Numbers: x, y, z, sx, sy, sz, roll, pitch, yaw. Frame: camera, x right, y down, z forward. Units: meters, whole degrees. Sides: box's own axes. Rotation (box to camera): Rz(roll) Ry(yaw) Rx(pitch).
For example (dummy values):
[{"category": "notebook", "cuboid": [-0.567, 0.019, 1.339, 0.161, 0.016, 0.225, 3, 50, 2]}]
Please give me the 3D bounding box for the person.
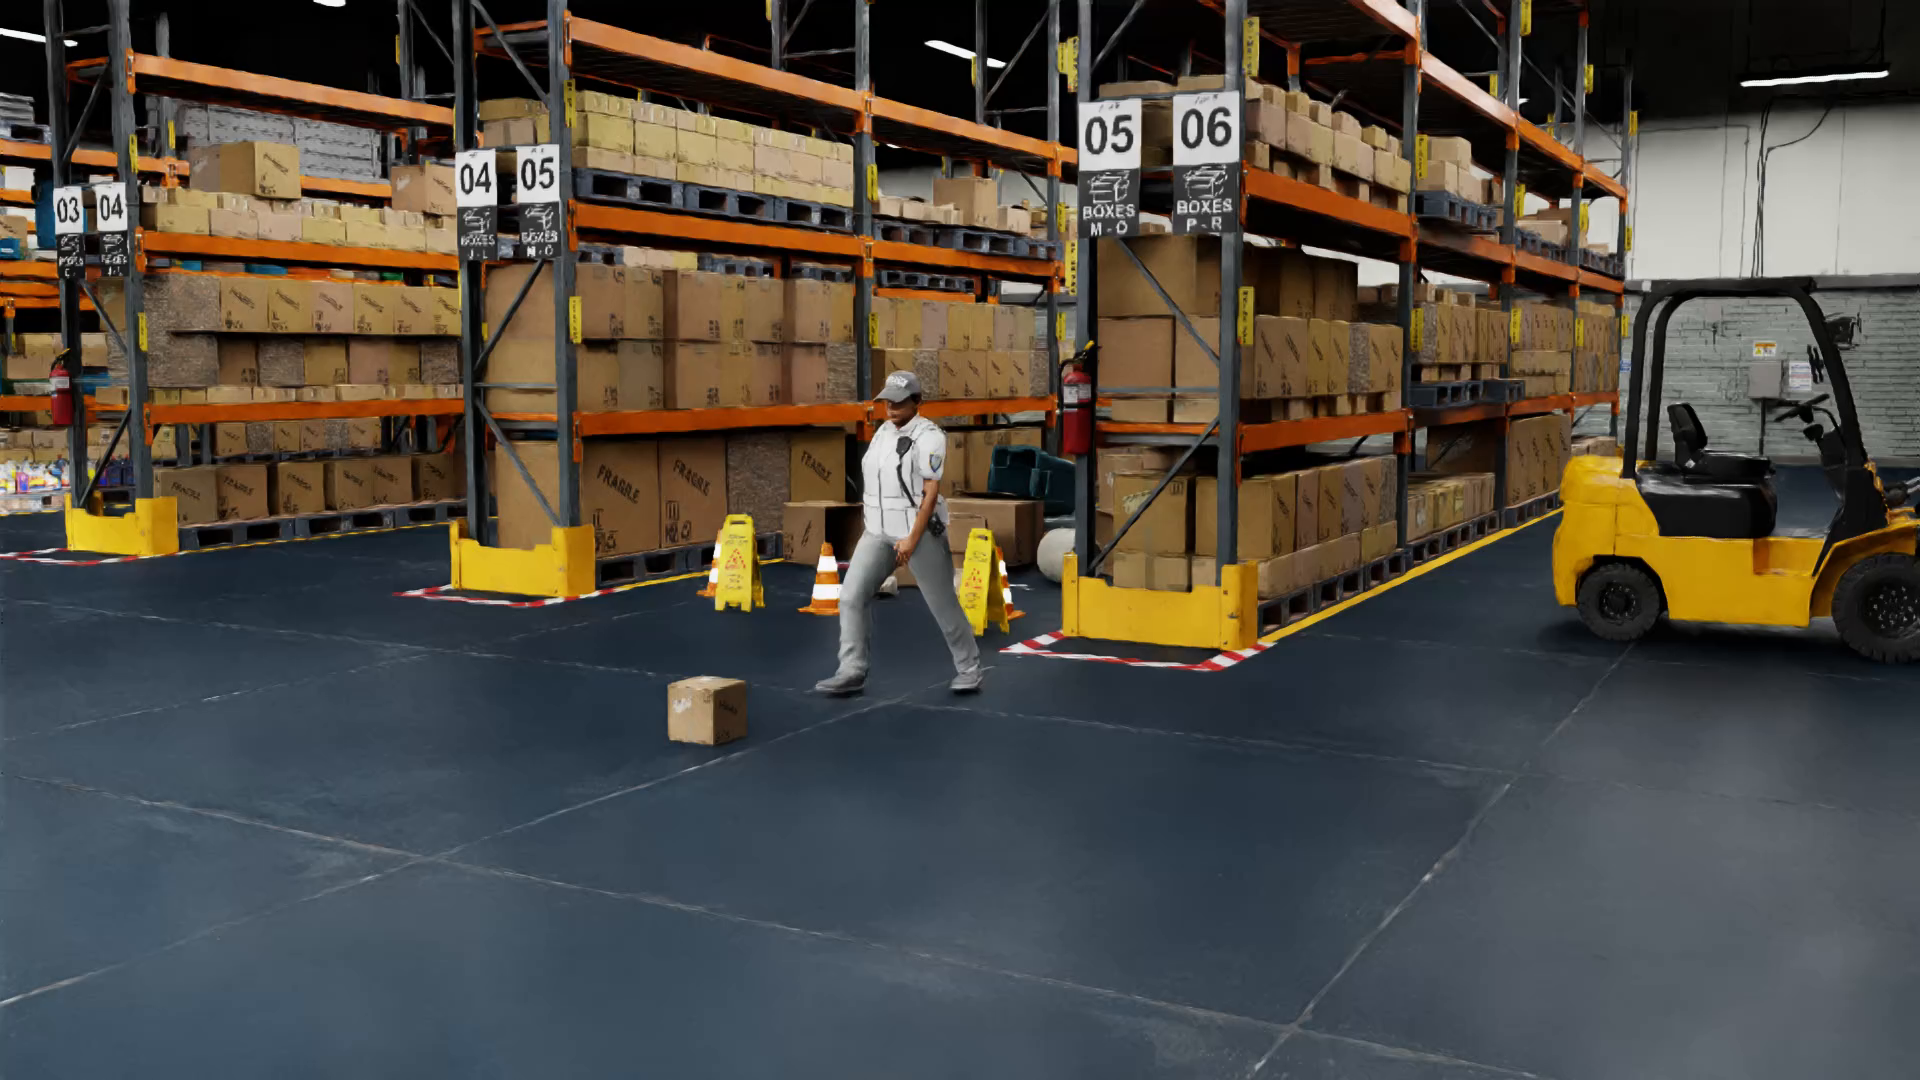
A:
[{"category": "person", "cuboid": [-0.281, -0.040, 8.347, 0.599, 1.619, 0.775, 5, 8, 39]}]
